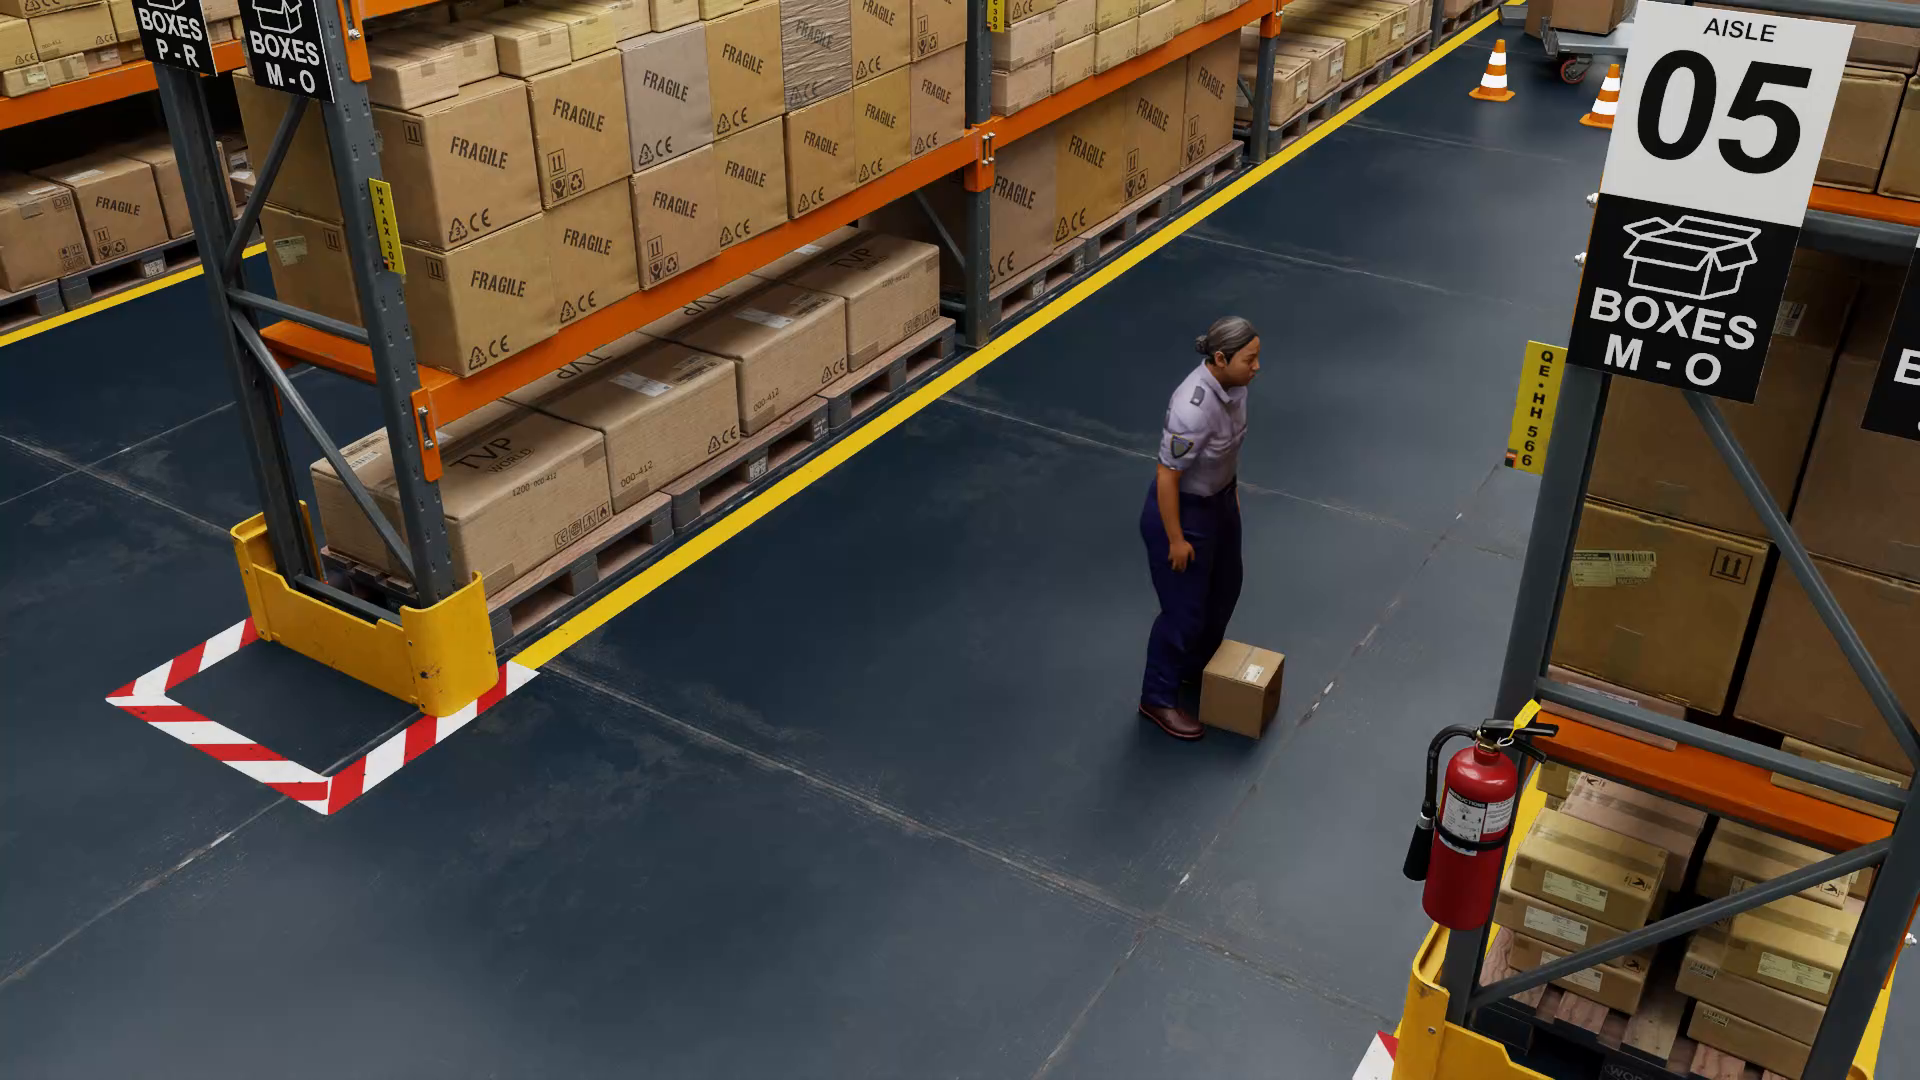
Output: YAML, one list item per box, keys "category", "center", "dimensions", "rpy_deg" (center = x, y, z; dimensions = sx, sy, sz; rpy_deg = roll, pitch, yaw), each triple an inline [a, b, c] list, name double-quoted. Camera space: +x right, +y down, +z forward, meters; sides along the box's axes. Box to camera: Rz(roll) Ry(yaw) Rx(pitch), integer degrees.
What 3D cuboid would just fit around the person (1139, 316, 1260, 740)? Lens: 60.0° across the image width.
- category: "person"
  center: [0.917, -0.074, 6.265]
  dimensions: [0.417, 1.651, 0.537]
  rpy_deg: [18, 35, 27]
